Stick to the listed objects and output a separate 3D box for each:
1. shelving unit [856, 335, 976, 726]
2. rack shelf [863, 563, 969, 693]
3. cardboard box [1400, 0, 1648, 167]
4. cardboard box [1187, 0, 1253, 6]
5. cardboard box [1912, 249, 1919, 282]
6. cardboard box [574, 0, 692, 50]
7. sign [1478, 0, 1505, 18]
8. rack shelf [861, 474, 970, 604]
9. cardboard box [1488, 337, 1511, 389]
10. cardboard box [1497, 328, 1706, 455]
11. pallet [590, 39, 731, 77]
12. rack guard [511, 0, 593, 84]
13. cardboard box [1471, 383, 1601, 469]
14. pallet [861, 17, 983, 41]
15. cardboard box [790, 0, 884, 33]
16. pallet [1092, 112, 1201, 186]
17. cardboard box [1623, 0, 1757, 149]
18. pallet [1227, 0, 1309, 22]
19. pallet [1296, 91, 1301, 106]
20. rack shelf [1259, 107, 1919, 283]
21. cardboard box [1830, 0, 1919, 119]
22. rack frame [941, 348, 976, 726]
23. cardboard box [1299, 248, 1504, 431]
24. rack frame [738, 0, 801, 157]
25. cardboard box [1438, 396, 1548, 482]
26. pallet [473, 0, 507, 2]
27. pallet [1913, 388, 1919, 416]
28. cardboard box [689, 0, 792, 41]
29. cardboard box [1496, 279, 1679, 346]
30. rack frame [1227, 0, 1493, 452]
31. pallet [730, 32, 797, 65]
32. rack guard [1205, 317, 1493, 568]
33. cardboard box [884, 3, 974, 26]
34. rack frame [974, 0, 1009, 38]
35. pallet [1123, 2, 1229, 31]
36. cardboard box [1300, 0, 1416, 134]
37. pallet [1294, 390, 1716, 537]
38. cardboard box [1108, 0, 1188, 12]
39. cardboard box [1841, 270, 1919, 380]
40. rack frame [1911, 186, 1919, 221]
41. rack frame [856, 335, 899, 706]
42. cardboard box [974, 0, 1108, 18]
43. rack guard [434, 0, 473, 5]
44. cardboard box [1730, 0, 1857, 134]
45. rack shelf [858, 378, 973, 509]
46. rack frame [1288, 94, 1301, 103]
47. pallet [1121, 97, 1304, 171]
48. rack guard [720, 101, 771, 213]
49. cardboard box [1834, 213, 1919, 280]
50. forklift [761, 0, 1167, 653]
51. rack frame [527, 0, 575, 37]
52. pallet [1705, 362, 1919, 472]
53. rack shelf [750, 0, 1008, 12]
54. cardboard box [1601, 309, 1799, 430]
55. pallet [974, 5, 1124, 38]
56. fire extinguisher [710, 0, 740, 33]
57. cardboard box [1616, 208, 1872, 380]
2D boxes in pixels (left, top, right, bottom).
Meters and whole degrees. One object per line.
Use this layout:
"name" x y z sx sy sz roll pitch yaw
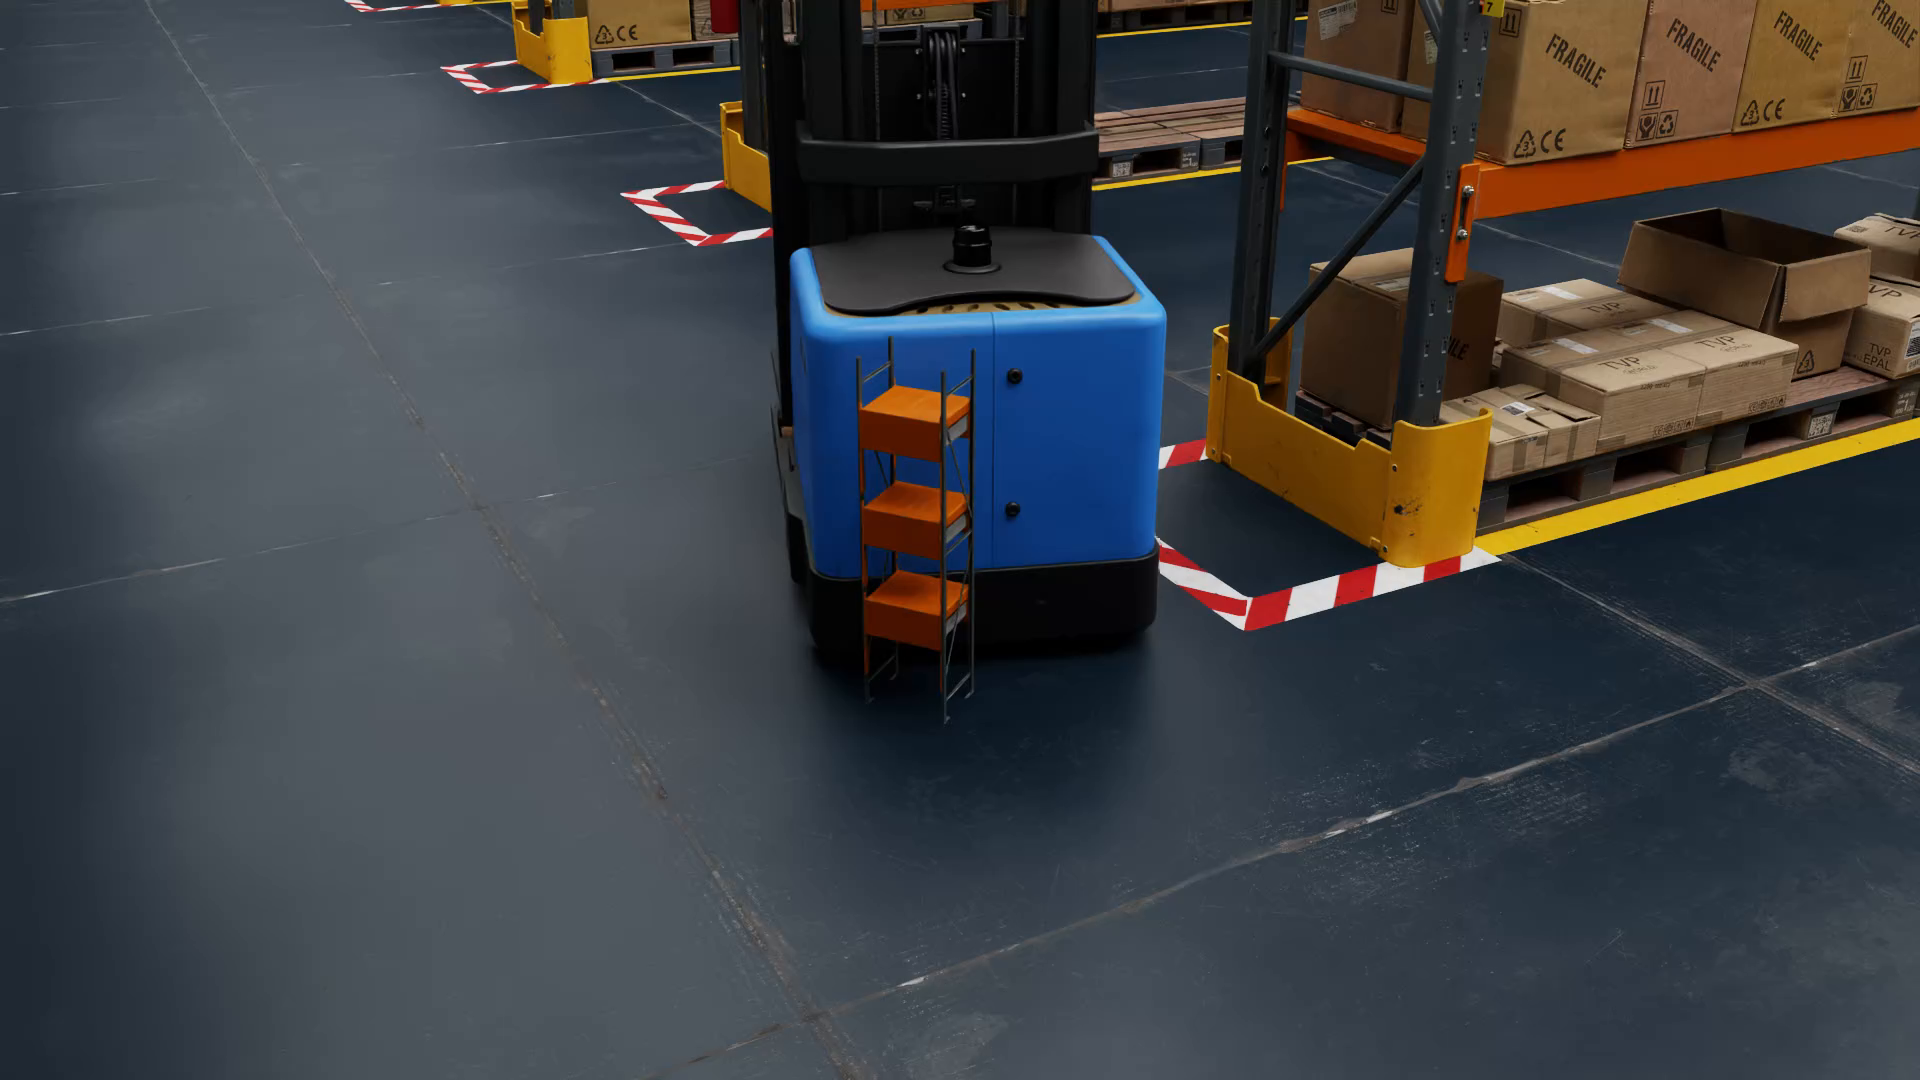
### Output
"shelving unit" -0.115 -0.014 4.565 0.252 1.050 0.215 12 28 22
"rack shelf" -0.116 0.246 4.690 0.240 0.259 0.215 12 28 22
"cardboard box" 1.801 -1.525 5.346 0.500 0.500 0.500 -12 28 -24
"cardboard box" 2.278 -5.824 16.385 0.875 0.875 1.225 -13 29 -25
"cardboard box" 4.446 -1.152 7.064 0.500 0.500 0.500 -13 29 -25
"cardboard box" -2.845 -4.667 13.974 0.875 0.875 0.875 -13 29 -25
"sign" 1.541 -1.674 4.770 0.005 0.325 0.100 -13 29 -25
"rack shelf" -0.115 -0.005 4.570 0.240 0.259 0.215 12 28 22
"cardboard box" 2.049 -0.664 6.434 0.250 0.166 0.380 -13 29 -25
"cardboard box" 2.340 -0.553 6.106 0.500 0.250 0.500 -13 29 -25
"pallet" -2.704 -4.210 14.275 1.213 0.211 1.003 -13 29 -25
"rack guard" -3.394 -4.143 13.801 0.348 0.500 1.175 -13 29 -25
"cardboard box" 2.038 -0.416 5.917 0.250 0.166 0.380 -13 29 -25
"pallet" -0.551 -4.707 15.310 1.213 0.211 1.003 -13 29 -25
"cardboard box" -1.257 -5.034 14.738 0.875 0.875 0.875 -13 29 -25
"pallet" 0.779 -2.526 10.767 1.213 0.211 1.003 -13 29 -25
"cardboard box" 2.254 -1.632 5.569 0.500 0.500 0.500 -13 29 -26
"pallet" 2.955 -5.515 16.993 1.213 0.211 1.003 -13 29 -25
"pallet" 3.188 -3.082 11.925 1.213 0.211 1.003 -13 29 -25
"rack shelf" 3.051 -1.573 6.393 4.000 0.370 1.077 -13 29 -25
"cardboard box" 3.140 -1.835 5.990 0.500 0.500 0.500 -13 28 -24
"rack frame" -0.005 0.008 4.519 0.008 1.050 0.200 12 28 22
"cardboard box" 1.650 -0.767 6.261 0.500 0.500 0.500 -13 29 -25
"rack frame" -1.042 -3.383 9.330 0.127 3.000 1.000 -13 29 -25
"cardboard box" 1.817 -0.358 5.815 0.250 0.149 0.380 -13 29 -25
"pallet" -4.817 -6.100 18.211 1.213 0.211 1.003 -13 29 -25
"pallet" 4.209 -0.908 7.399 1.213 0.211 1.003 -13 29 -25
"cardboard box" -2.042 -4.852 14.360 0.875 0.875 0.875 -13 29 -25
"cardboard box" 2.502 -0.836 6.694 0.500 0.250 0.500 -13 29 -25
"rack frame" 1.286 -1.490 5.389 0.127 3.000 1.000 -13 29 -25
"pallet" -1.629 -4.457 14.789 1.213 0.211 1.003 -13 29 -25
"rack guard" 1.353 -0.379 5.962 0.348 0.500 1.175 -13 29 -25
"cardboard box" -0.463 -5.217 15.120 0.875 0.875 0.875 -13 29 -25
"rack frame" 0.157 -6.089 14.967 0.127 3.000 1.000 -13 29 -25
"pallet" 1.880 -5.268 16.479 1.213 0.211 1.003 -13 29 -25
"cardboard box" 1.553 -1.731 5.774 0.500 0.500 0.500 -12 28 -24
"pallet" 2.056 -0.411 6.363 1.213 0.211 1.003 -13 29 -25
"cardboard box" 1.500 -5.641 16.003 0.875 0.875 1.225 -14 29 -27
"cardboard box" 3.784 -0.914 6.787 0.500 0.311 0.500 -13 29 -25
"rack frame" 4.815 -2.305 7.085 0.127 3.000 1.000 -13 29 -25
"rack frame" -0.226 -0.037 4.611 0.008 1.050 0.200 12 28 22
"cardboard box" 0.712 -5.459 15.623 0.875 0.875 1.225 -13 29 -25
"rack guard" -5.550 -6.078 17.832 0.348 0.500 1.175 -13 29 -25
"cardboard box" 2.698 -1.733 5.779 0.500 0.500 0.500 -13 29 -25
"rack shelf" -0.114 -0.260 4.447 0.240 0.259 0.215 12 28 22
"rack frame" 2.488 -4.198 11.027 0.127 3.000 1.000 -13 29 -25
"pallet" 1.857 -2.776 11.288 1.213 0.211 1.003 -13 29 -25
"rack guard" -1.057 -2.246 9.851 0.348 0.500 1.175 -13 29 -25
"cardboard box" 4.343 -1.288 7.566 0.500 0.311 0.500 -13 29 -25
"forklift" -0.135 -1.600 5.696 1.130 2.935 3.031 -4 26 -8
"rack frame" -3.372 -5.275 13.270 0.127 3.000 1.000 -13 29 -25
"pallet" 3.131 -0.658 6.877 1.213 0.211 1.003 -13 29 -25
"rack shelf" 0.723 -3.466 10.334 4.000 0.370 1.077 -13 29 -25
"cardboard box" 2.781 -0.655 6.318 0.500 0.250 0.500 -13 29 -25
"pallet" 0.802 -5.018 15.958 1.213 0.211 1.003 -13 29 -25
"fire extinguisher" -1.389 -3.323 9.725 0.183 0.674 0.296 -13 29 -25
"cardboard box" 3.160 -0.993 6.730 0.637 0.503 0.797 -13 29 -25
